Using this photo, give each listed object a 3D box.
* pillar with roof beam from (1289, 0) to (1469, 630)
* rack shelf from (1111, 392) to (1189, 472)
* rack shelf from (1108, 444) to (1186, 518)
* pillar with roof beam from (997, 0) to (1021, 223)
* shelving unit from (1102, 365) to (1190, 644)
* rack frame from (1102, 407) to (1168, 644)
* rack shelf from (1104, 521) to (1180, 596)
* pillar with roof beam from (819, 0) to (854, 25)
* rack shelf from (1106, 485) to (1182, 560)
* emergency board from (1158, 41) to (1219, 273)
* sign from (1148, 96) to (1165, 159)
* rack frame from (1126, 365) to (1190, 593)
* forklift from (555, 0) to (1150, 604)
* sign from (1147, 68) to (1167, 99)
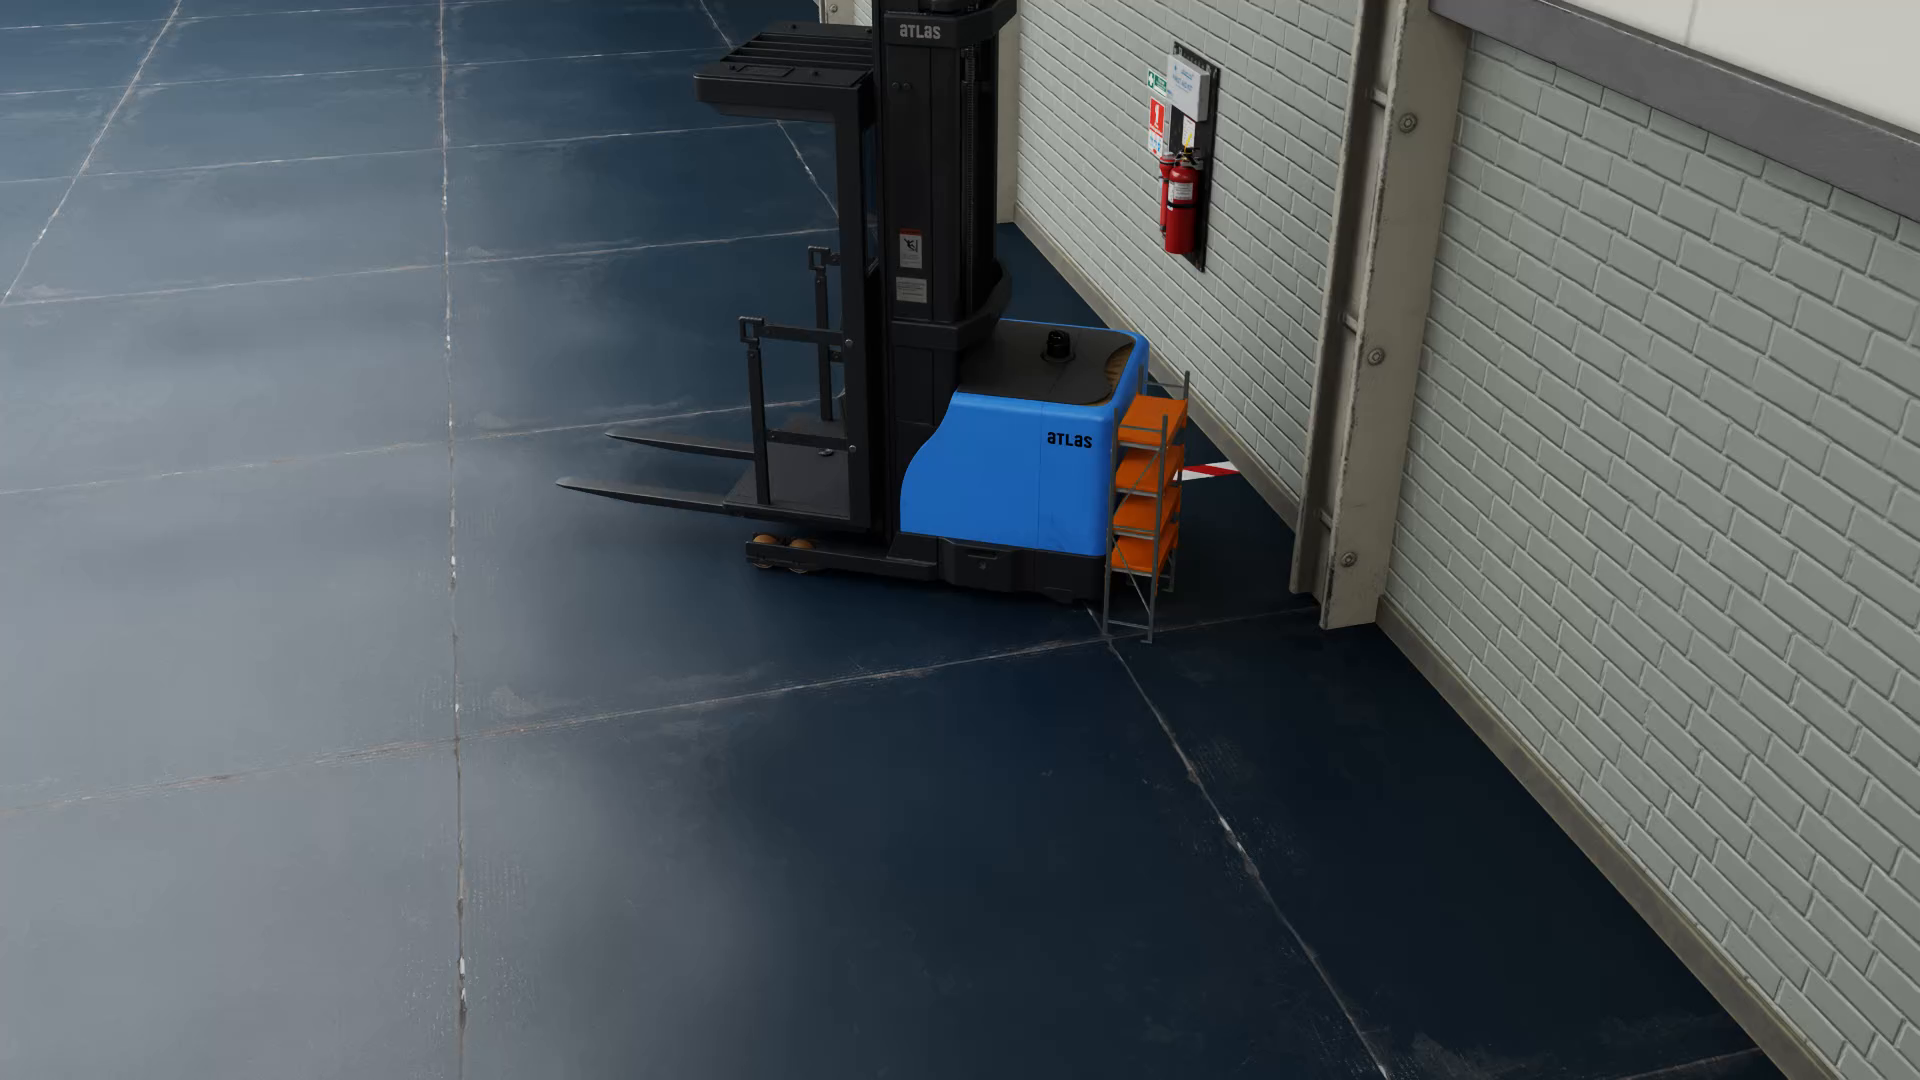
[{"bbox_3d":[-2.304,-3.007,4.961,9.100,9.000,0.400,-8,31,-13],"label":"pillar with roof beam"},{"bbox_3d":[0.874,-0.503,7.636,0.258,0.148,0.480,9,31,16],"label":"rack shelf"},{"bbox_3d":[0.874,-0.298,7.755,0.258,0.148,0.480,9,31,16],"label":"rack shelf"},{"bbox_3d":[-3.896,-5.904,9.968,9.100,9.000,0.400,-8,31,-13],"label":"pillar with roof beam"},{"bbox_3d":[0.874,-0.163,7.833,0.258,1.200,0.503,9,31,16],"label":"shelving unit"},{"bbox_3d":[0.798,-0.046,7.633,0.240,1.200,0.015,9,31,16],"label":"rack frame"},{"bbox_3d":[0.874,0.067,7.966,0.258,0.148,0.480,9,31,16],"label":"rack shelf"},{"bbox_3d":[-5.489,-8.802,14.975,9.100,9.000,0.400,-8,31,-13],"label":"pillar with roof beam"},{"bbox_3d":[0.874,-0.104,7.867,0.258,0.148,0.480,9,31,16],"label":"rack shelf"},{"bbox_3d":[1.228,-2.181,9.524,0.194,1.169,0.643,-8,31,-13],"label":"emergency board"},{"bbox_3d":[1.180,-2.477,10.000,0.001,0.329,0.234,-8,31,-13],"label":"sign"},{"bbox_3d":[0.950,-0.279,8.034,0.240,1.200,0.015,9,31,16],"label":"rack frame"},{"bbox_3d":[-0.603,-1.347,8.152,3.031,2.935,1.130,7,31,13],"label":"forklift"},{"bbox_3d":[1.173,-2.703,9.862,0.001,0.109,0.331,-8,31,-13],"label":"sign"}]
